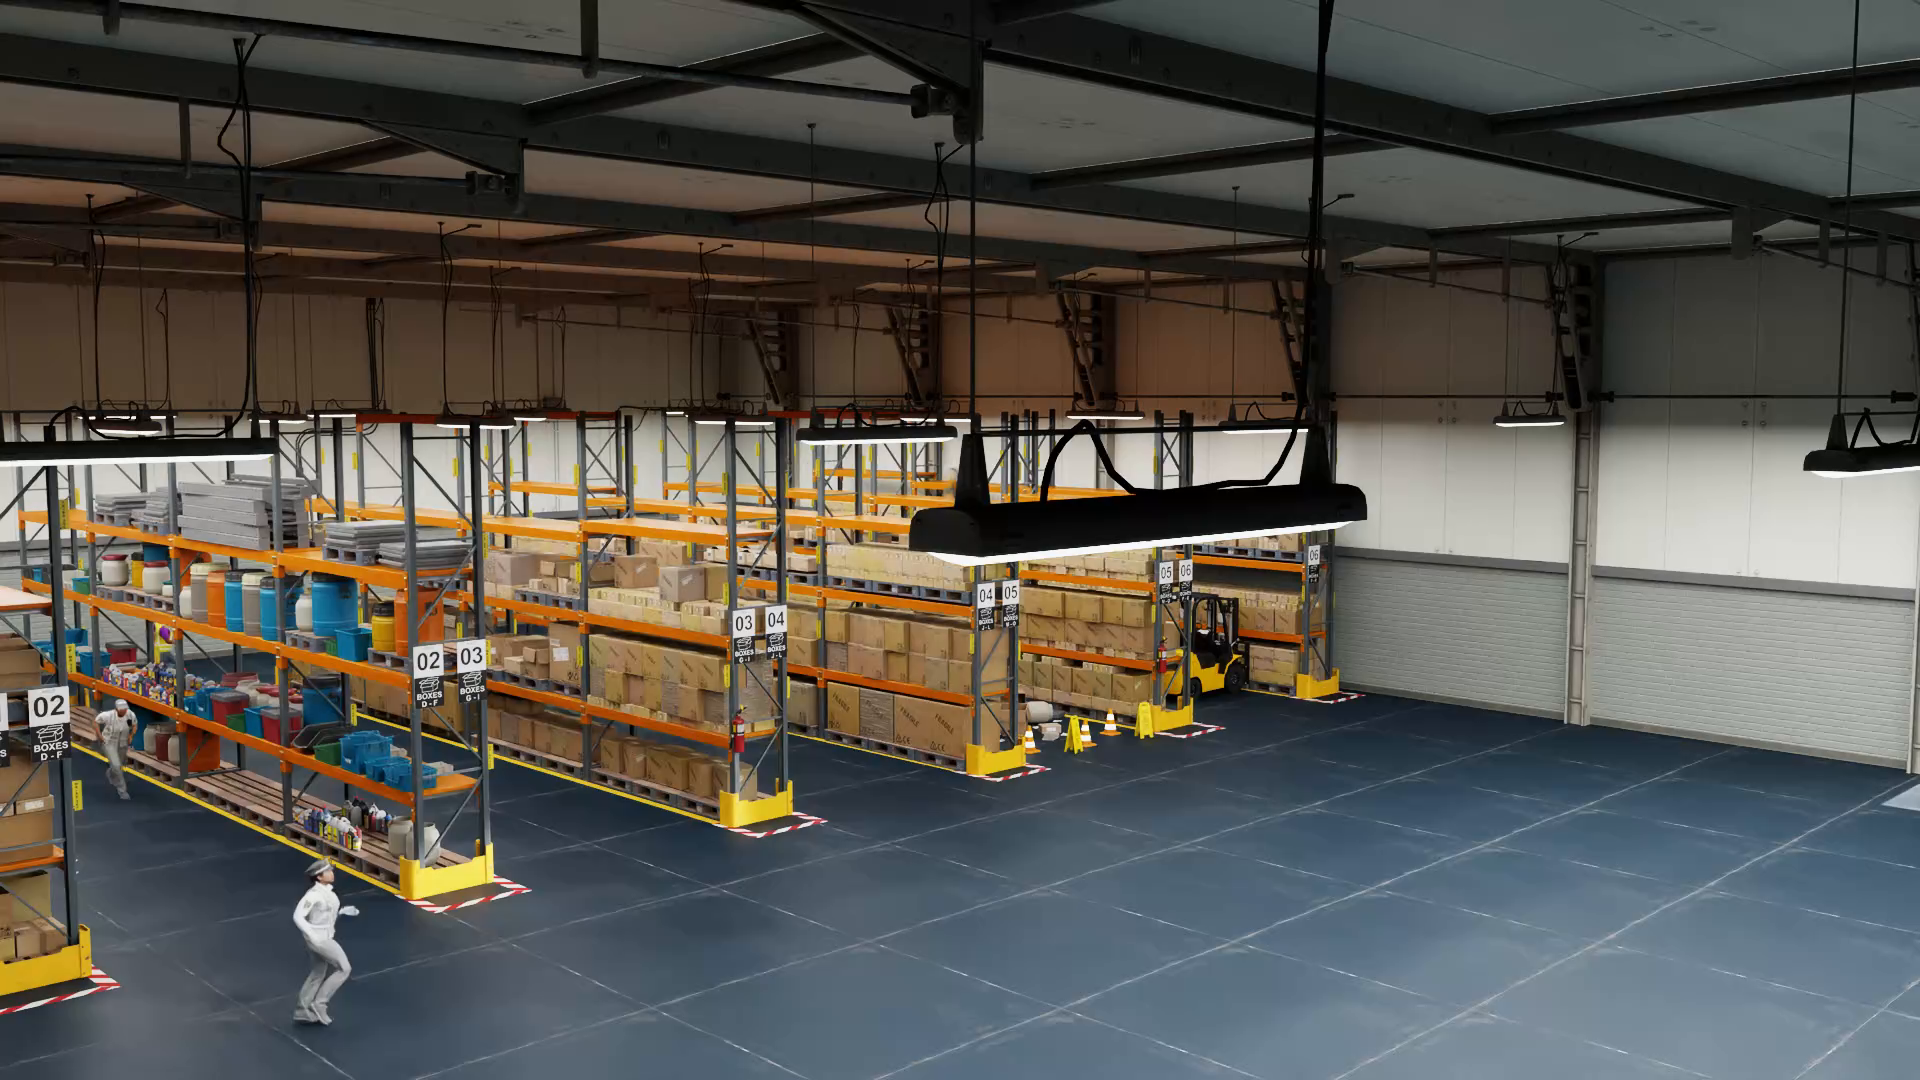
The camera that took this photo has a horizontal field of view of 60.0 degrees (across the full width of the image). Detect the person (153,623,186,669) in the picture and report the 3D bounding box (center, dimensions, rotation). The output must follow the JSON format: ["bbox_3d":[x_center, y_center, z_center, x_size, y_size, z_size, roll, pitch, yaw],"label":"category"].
[{"bbox_3d":[-17.010,2.360,35.549,0.841,1.724,0.718,-3,6,-27],"label":"person"}]

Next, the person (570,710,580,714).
[{"bbox_3d":[-7.725,2.639,33.169,0.616,1.659,0.554,-5,7,-45],"label":"person"}]

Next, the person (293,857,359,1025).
[{"bbox_3d":[-6.421,4.037,16.816,0.650,1.696,0.587,-1,5,-17],"label":"person"}]

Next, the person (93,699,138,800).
[{"bbox_3d":[-13.387,3.281,26.345,0.642,1.627,1.032,-4,7,-42],"label":"person"}]
